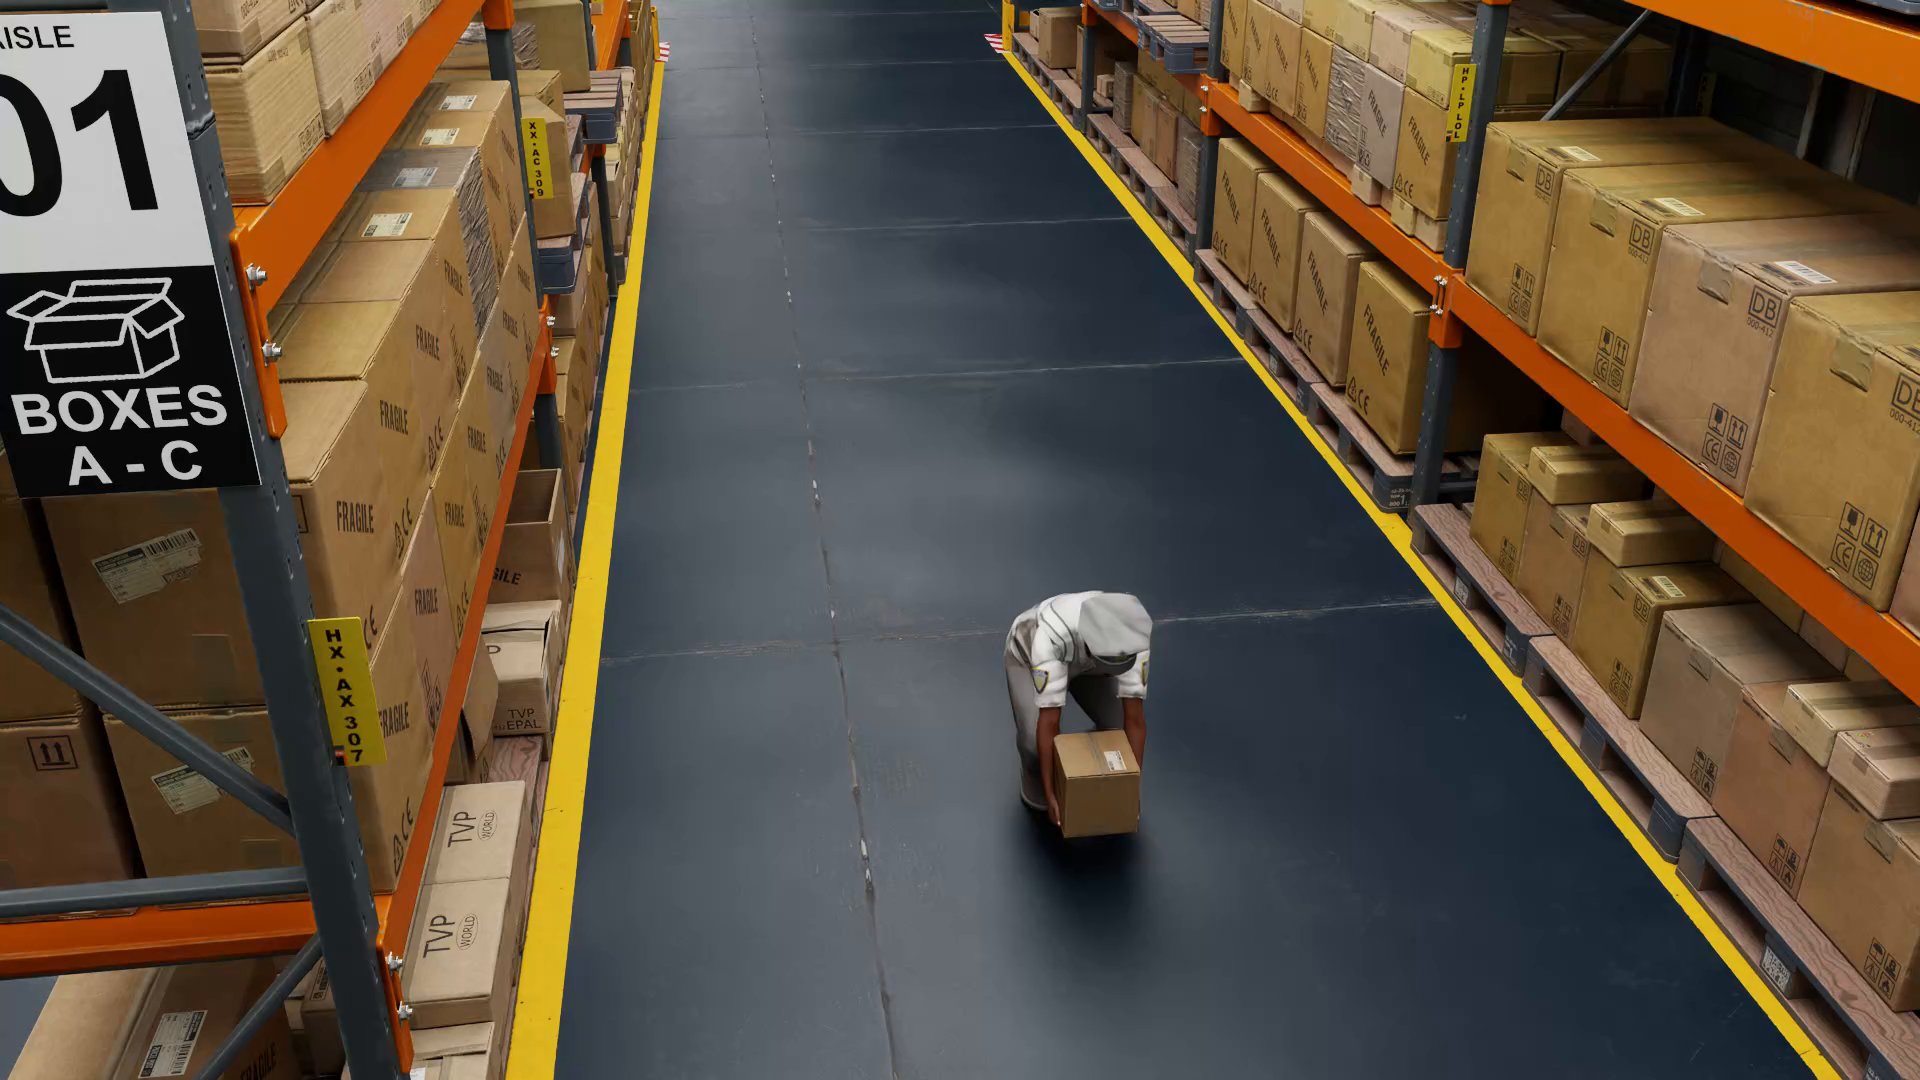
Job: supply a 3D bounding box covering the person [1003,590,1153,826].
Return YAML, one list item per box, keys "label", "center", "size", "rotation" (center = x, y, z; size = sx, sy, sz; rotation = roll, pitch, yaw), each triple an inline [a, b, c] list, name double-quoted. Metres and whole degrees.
- label: "person"
  center: [0.419, 0.530, 5.860]
  size: [0.453, 0.975, 0.869]
  rotation: [-4, 28, -8]
